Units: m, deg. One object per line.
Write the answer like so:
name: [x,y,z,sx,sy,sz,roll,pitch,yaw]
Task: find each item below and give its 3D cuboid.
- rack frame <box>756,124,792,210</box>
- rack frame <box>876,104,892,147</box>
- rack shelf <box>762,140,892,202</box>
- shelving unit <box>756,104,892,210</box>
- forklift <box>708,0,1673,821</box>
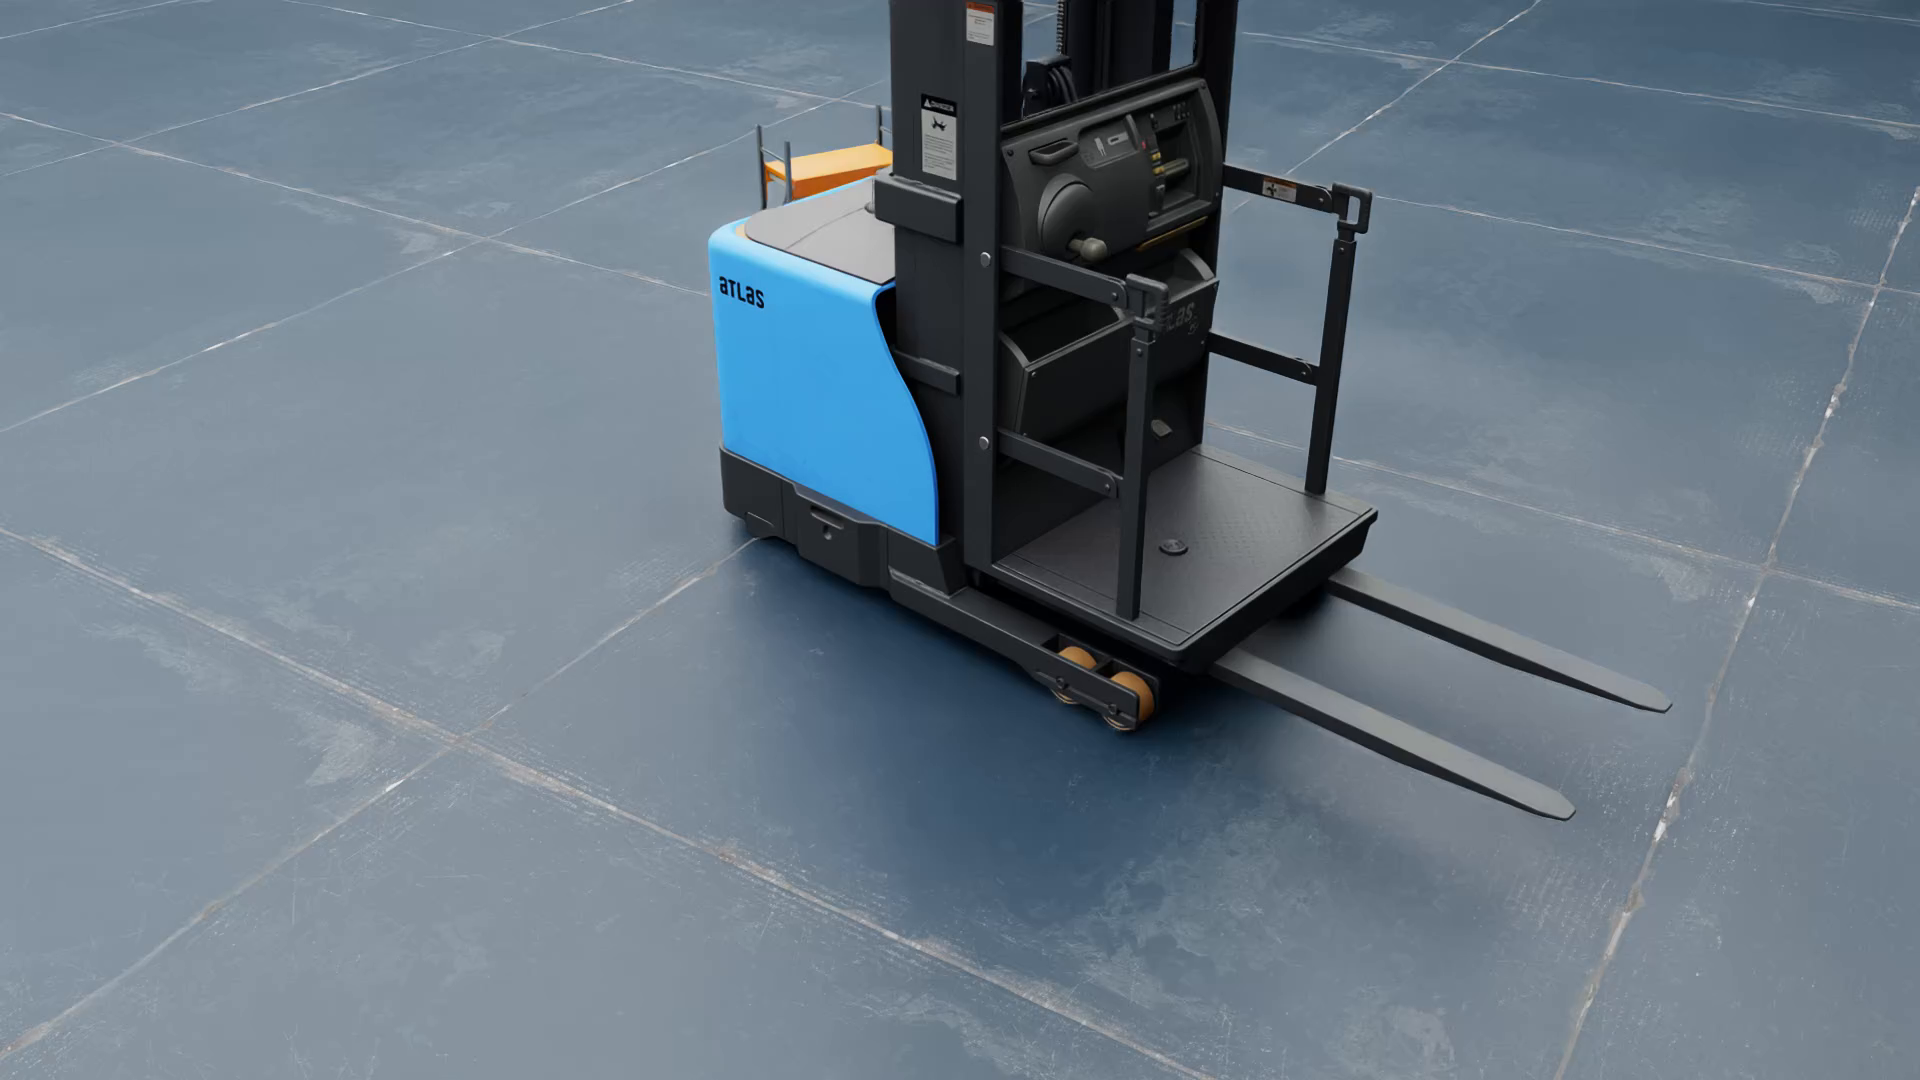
rack frame: [-0.653,-0.902,6.104,0.015,1.200,0.240,-17,34,-27]
rack frame: [-0.239,-1.033,6.327,0.015,1.200,0.240,-17,34,-27]
rack shelf: [-0.447,-1.308,6.020,0.480,0.148,0.258,-17,34,-27]
shelving unit: [-0.446,-0.967,6.216,0.503,1.200,0.258,-17,34,-27]
forklift: [0.604,-1.015,4.582,3.031,2.935,1.130,24,38,35]
